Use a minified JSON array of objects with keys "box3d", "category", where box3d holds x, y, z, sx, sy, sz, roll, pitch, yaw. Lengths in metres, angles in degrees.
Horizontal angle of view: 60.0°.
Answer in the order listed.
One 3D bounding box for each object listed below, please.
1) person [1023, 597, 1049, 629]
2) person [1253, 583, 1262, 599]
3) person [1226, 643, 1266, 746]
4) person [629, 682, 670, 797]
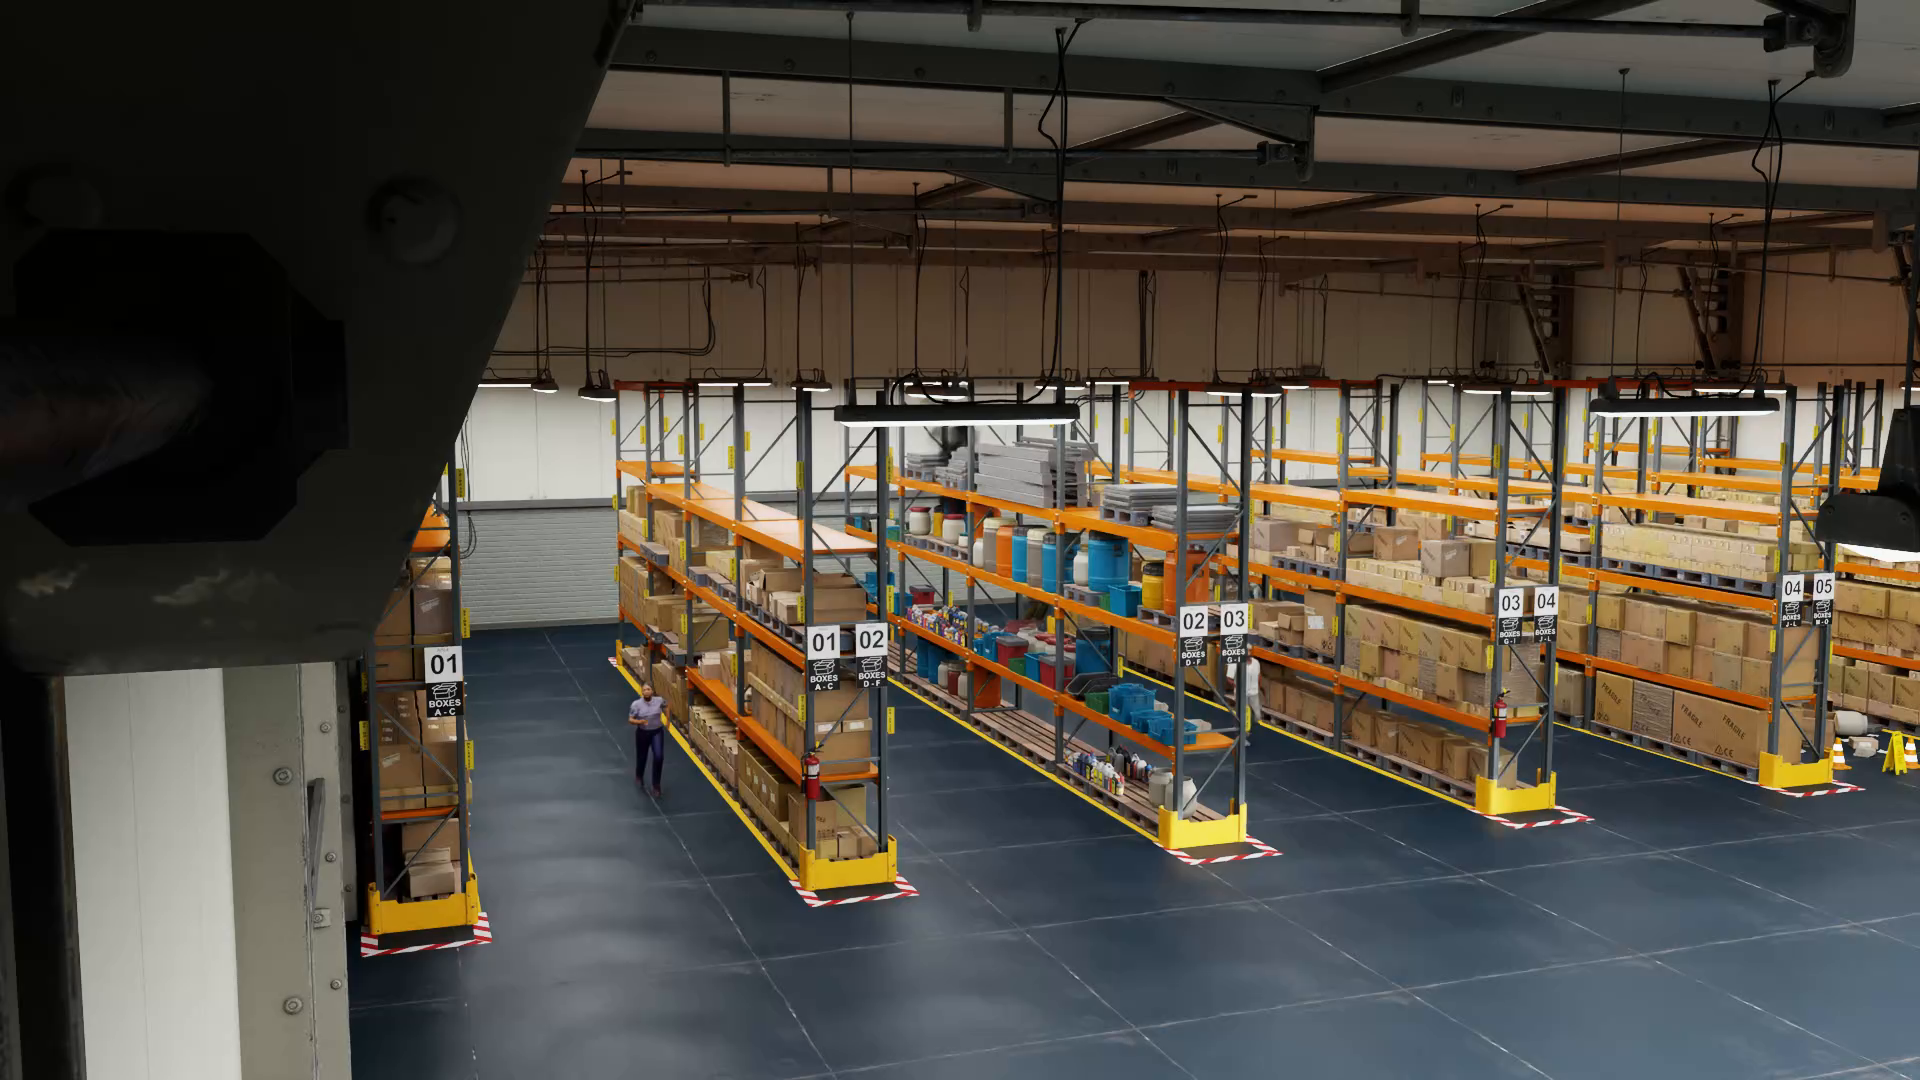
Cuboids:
[{"box3d":[1.851,1.273,39.718,0.798,1.834,0.692,0,6,-1],"category":"person"},{"box3d":[7.586,1.089,41.442,0.667,1.735,0.685,-4,7,-36],"category":"person"},{"box3d":[4.766,2.558,27.638,0.700,1.723,0.582,-2,6,-18],"category":"person"},{"box3d":[-4.589,2.926,24.603,0.609,1.692,0.876,-1,6,-13],"category":"person"}]
